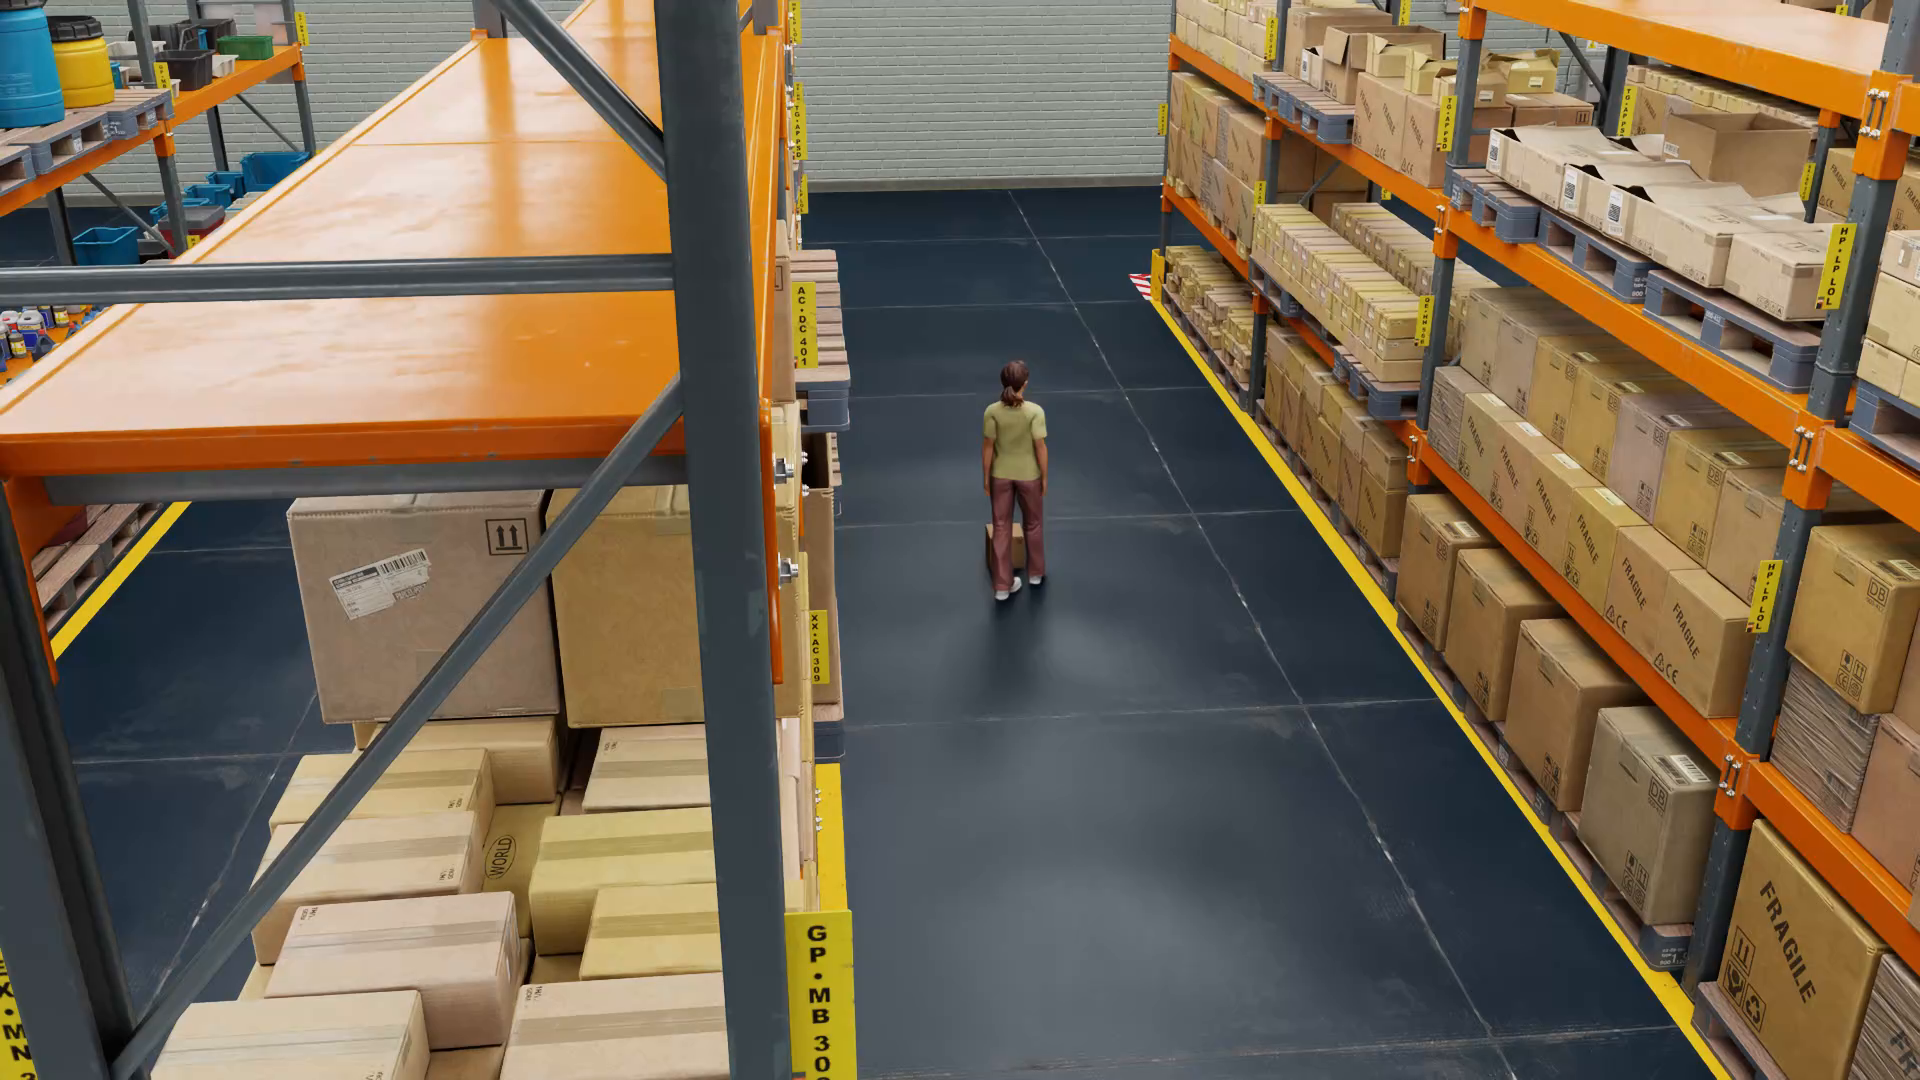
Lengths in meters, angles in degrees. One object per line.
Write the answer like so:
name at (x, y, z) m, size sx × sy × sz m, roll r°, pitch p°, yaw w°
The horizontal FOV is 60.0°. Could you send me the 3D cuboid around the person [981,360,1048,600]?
person at (0.383, -0.455, 11.332) m, size 0.446 × 1.664 × 0.589 m, roll 3°, pitch 24°, yaw 6°
